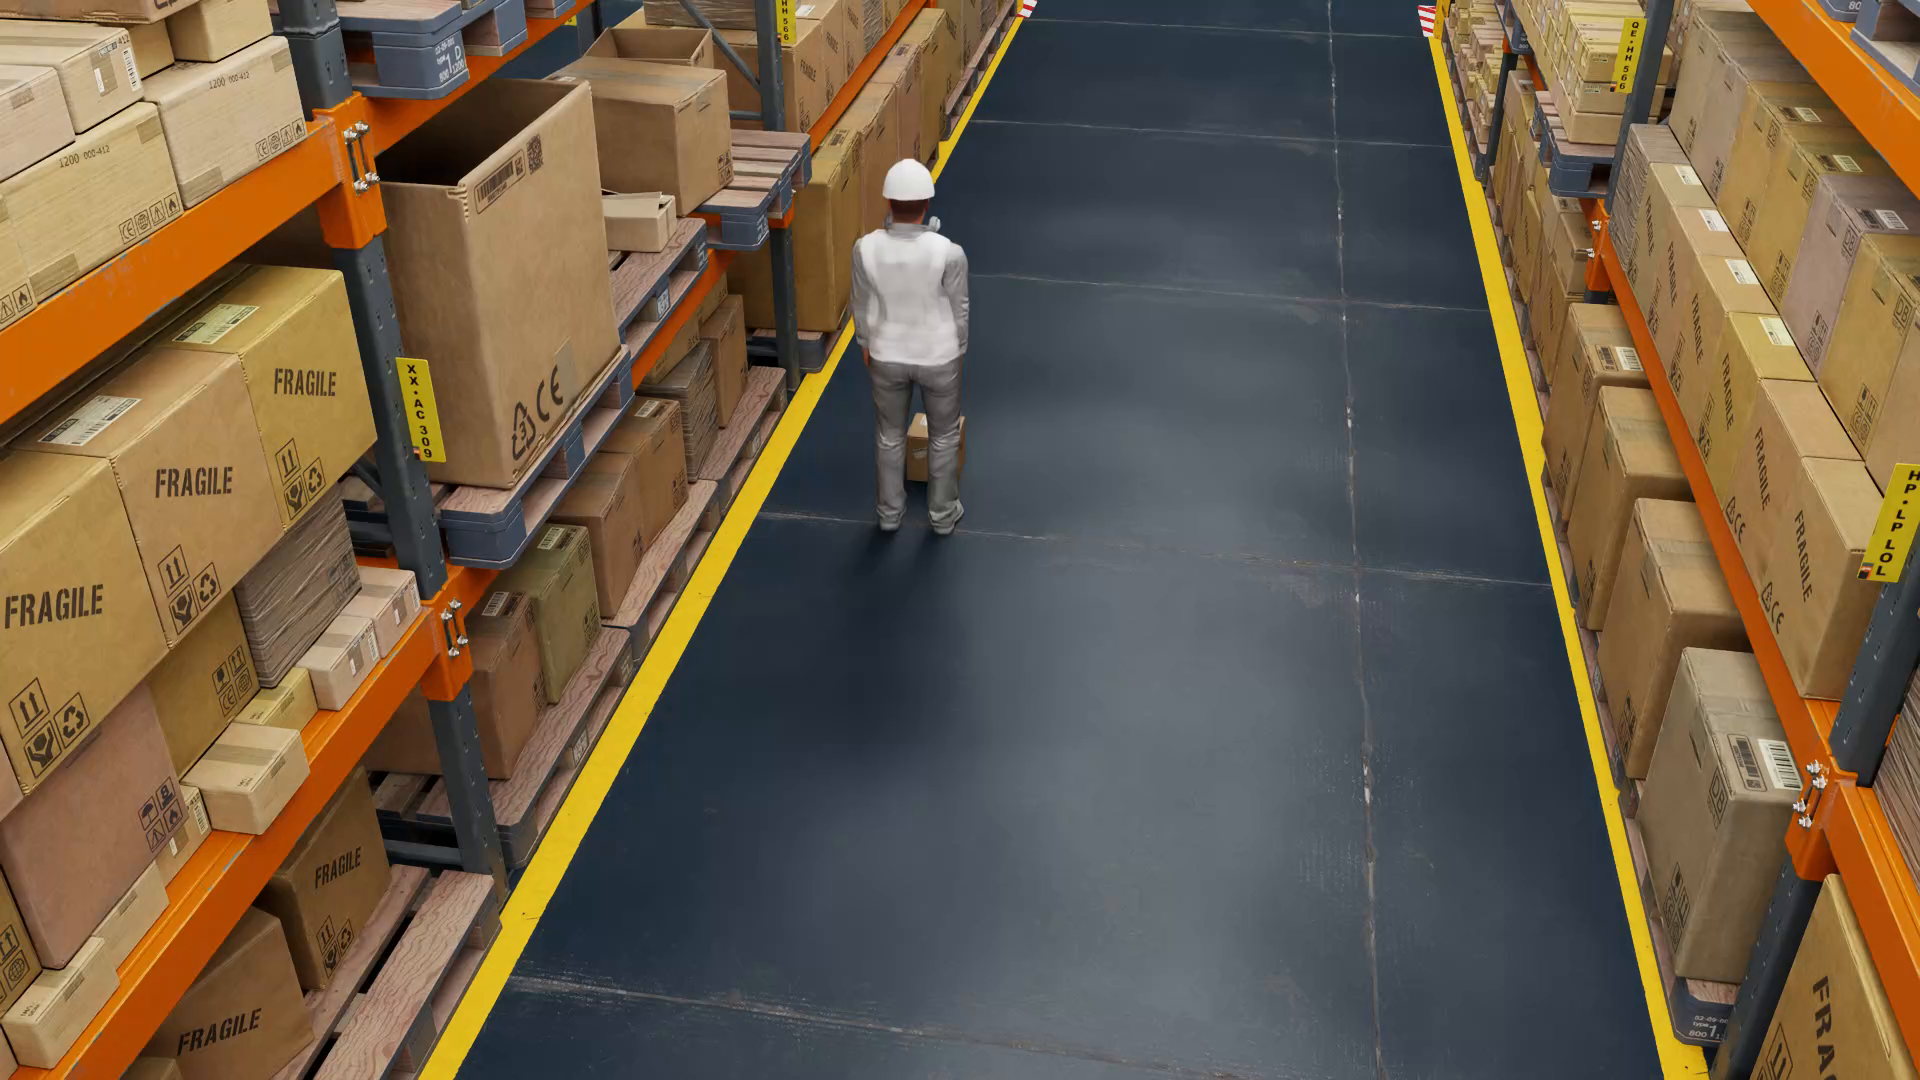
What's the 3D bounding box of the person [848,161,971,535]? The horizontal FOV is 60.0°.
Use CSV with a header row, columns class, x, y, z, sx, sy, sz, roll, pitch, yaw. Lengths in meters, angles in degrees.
class,x,y,z,sx,sy,sz,roll,pitch,yaw
person,-0.221,-0.838,7.487,0.552,1.737,0.442,6,33,9
